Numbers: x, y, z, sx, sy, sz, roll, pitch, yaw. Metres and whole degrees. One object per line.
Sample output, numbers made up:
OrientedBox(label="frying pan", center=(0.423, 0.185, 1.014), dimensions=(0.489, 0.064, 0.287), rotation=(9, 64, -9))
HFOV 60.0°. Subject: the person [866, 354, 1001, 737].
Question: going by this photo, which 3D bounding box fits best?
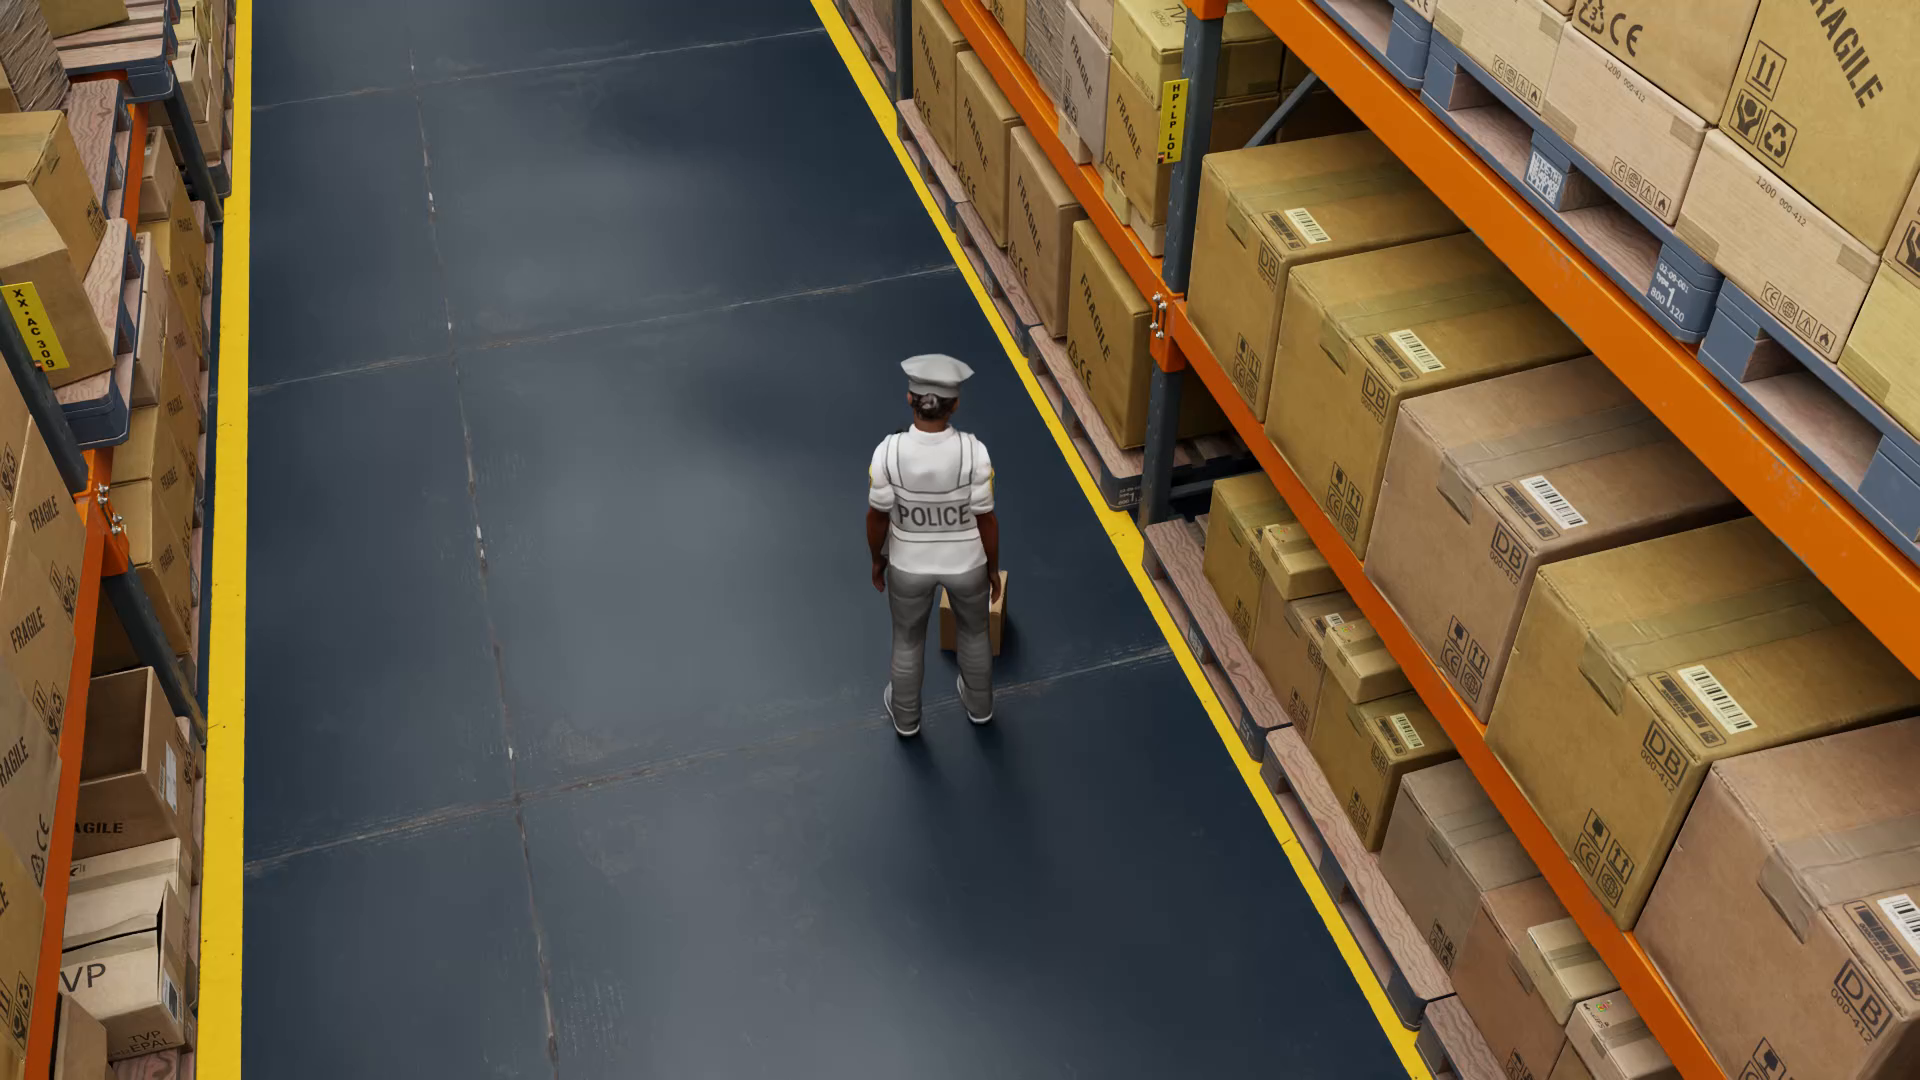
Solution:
OrientedBox(label="person", center=(-0.092, 0.055, 6.079), dimensions=(0.483, 1.656, 0.402), rotation=(0, 42, 0))
